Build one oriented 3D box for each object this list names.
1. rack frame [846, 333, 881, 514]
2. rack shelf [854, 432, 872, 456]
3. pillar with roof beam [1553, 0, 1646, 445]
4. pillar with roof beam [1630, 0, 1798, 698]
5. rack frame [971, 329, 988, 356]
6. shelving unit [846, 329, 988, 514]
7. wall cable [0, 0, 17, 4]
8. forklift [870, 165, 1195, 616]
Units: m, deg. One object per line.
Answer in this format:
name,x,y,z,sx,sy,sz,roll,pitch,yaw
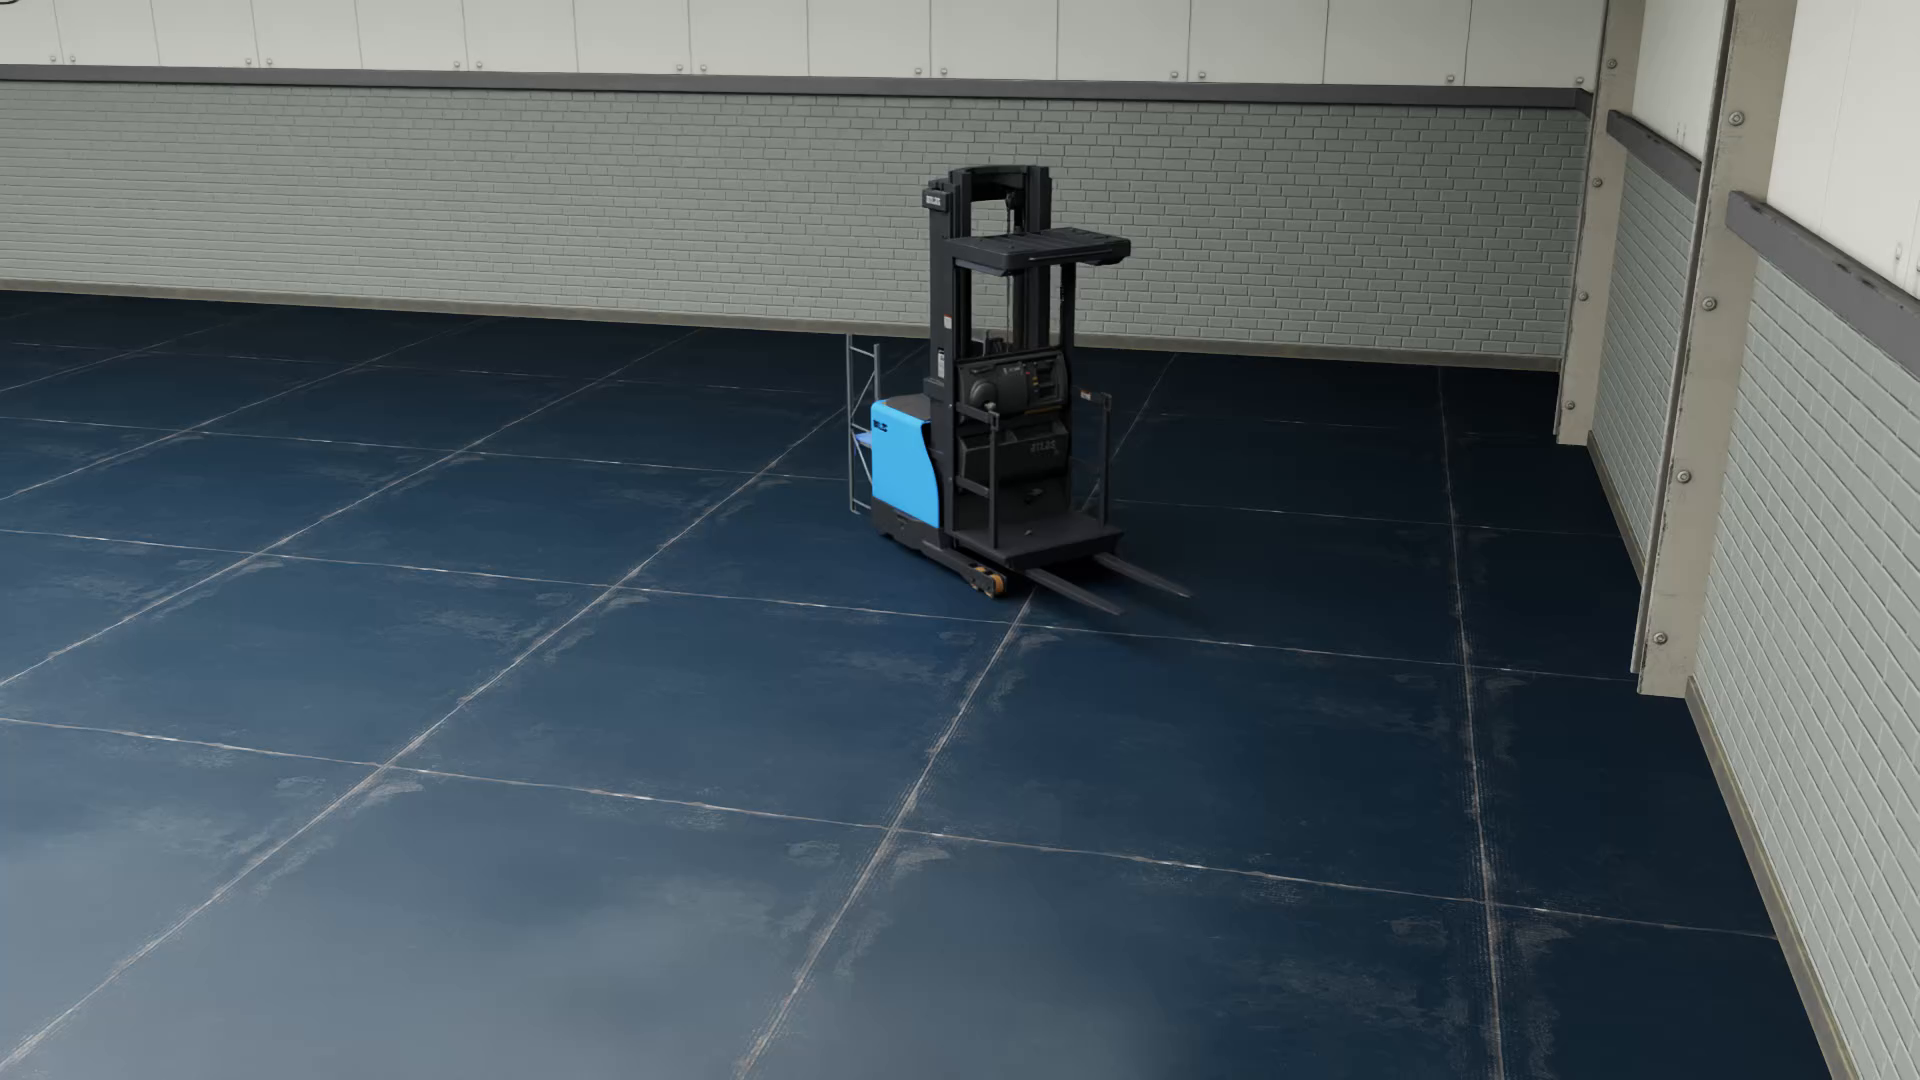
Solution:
rack frame,-0.773,-0.890,13.472,0.032,1.500,0.500,-12,22,-30
rack shelf,-0.344,-0.807,13.788,1.000,0.185,0.538,-12,22,-30
pillar with roof beam,1.722,-5.570,15.572,9.100,9.000,0.400,5,19,13
pillar with roof beam,0.256,-3.689,10.066,9.100,9.000,0.400,5,19,13
rack frame,0.086,-1.066,13.987,0.032,1.500,0.500,-12,22,-30
shelving unit,-0.344,-0.978,13.730,1.048,1.500,0.538,-12,22,-30
wall cable,-13.445,-9.391,21.498,2.305,6.003,0.169,5,19,13
forklift,0.508,-1.148,12.014,1.130,2.935,3.031,-12,22,-31
